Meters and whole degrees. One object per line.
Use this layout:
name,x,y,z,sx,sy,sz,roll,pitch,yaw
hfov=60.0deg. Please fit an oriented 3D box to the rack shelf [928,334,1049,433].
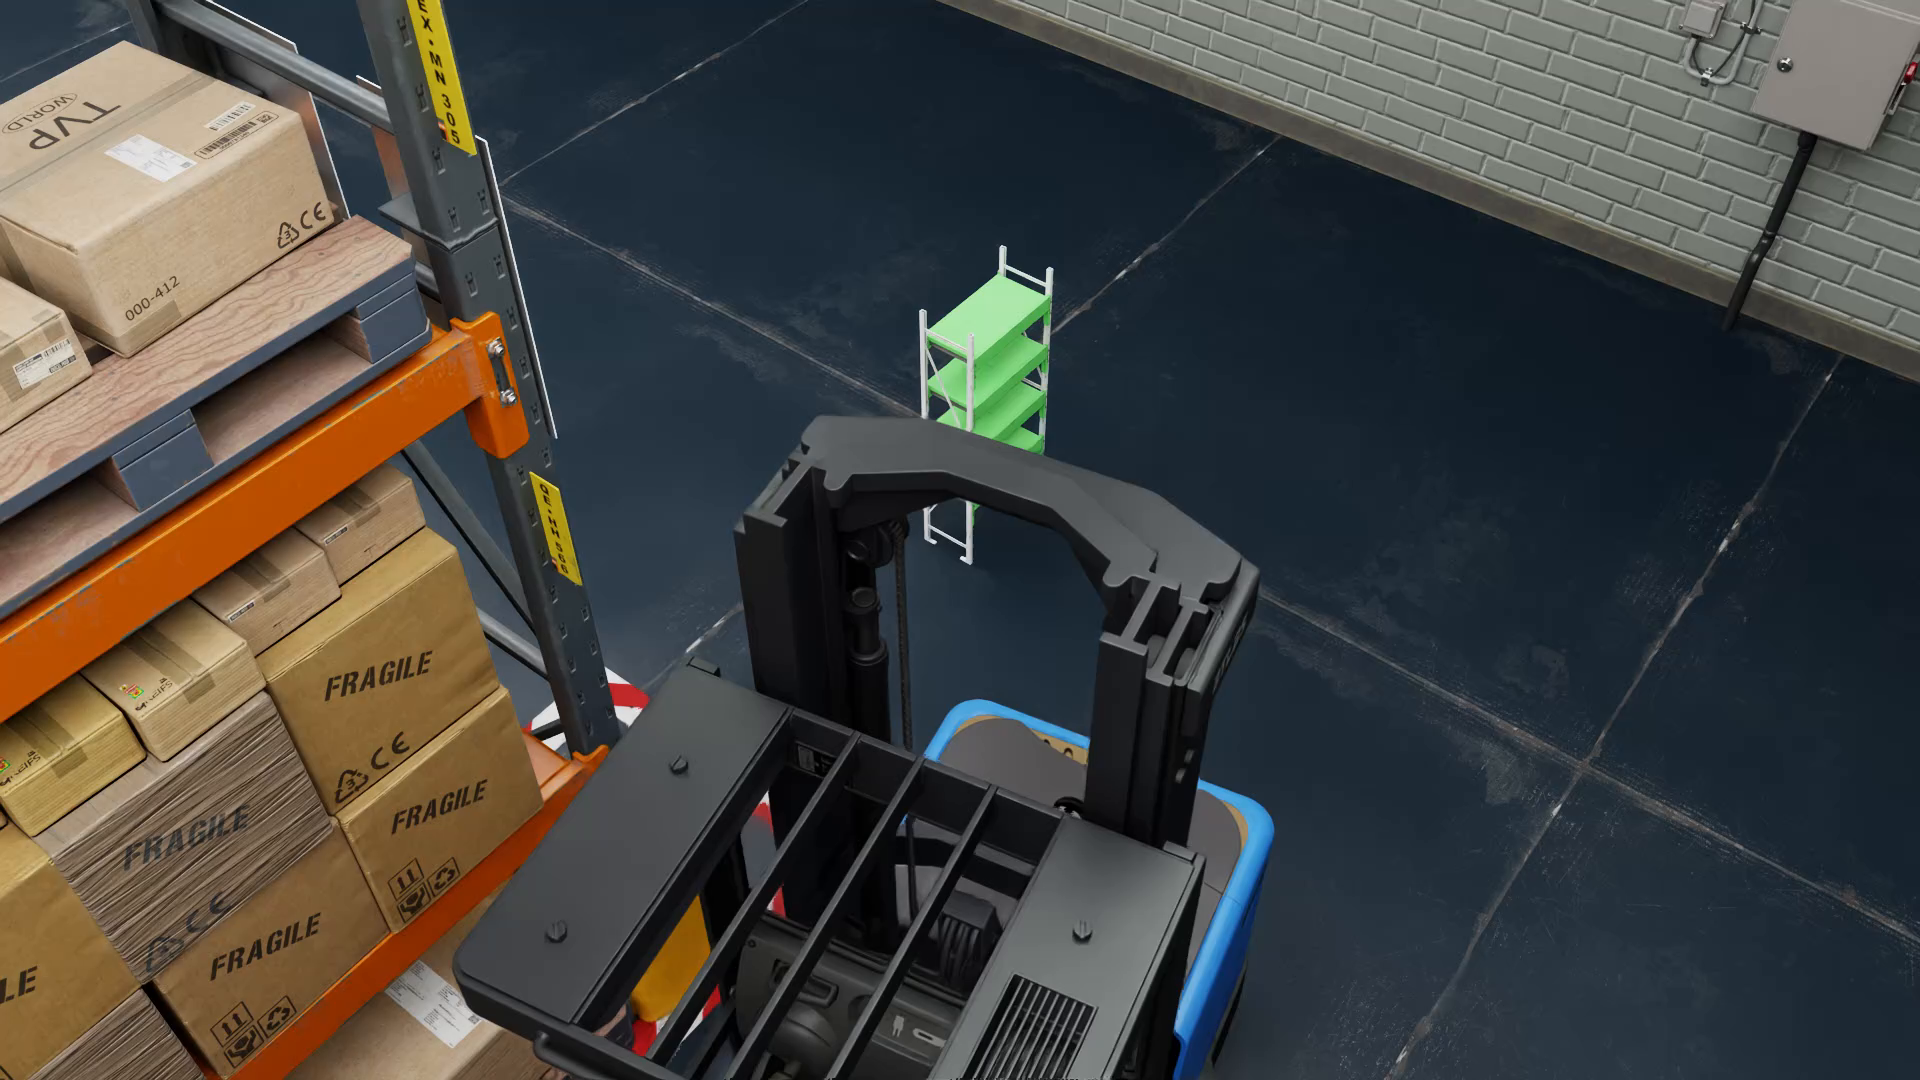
rack shelf,0.101,-0.631,6.444,0.258,0.148,0.480,29,53,25

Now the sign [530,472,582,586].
sign,-0.948,-0.024,3.898,0.100,0.325,0.005,29,53,25

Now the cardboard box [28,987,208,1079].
cardboard box,-2.080,1.148,3.675,0.500,0.500,0.500,31,54,26

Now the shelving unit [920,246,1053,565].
shelving unit,0.101,-0.509,6.571,0.258,1.200,0.503,29,53,25

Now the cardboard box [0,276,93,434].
cardboard box,-1.766,-0.346,2.911,0.380,0.149,0.250,25,51,22

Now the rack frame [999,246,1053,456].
rack frame,0.250,-0.649,6.705,0.240,1.200,0.015,29,53,25

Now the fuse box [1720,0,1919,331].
fuse box,3.633,-1.569,7.230,0.539,1.711,0.414,29,53,25

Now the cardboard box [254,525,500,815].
cardboard box,-1.475,0.212,3.878,0.500,0.500,0.500,31,54,26

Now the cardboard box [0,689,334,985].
cardboard box,-1.772,0.524,3.580,0.500,0.500,0.500,29,53,25

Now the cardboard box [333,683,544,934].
cardboard box,-1.454,0.569,4.228,0.500,0.500,0.500,29,53,25

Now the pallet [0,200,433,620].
pallet,-1.814,-0.366,3.177,1.003,0.211,1.213,29,53,25

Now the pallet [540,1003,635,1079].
pallet,-1.796,1.666,5.178,1.003,0.211,1.213,29,53,25

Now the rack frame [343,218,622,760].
rack frame,-1.369,0.210,4.639,1.000,3.000,0.127,29,53,25

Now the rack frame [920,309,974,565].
rack frame,-0.048,-0.370,6.438,0.240,1.200,0.015,29,53,25

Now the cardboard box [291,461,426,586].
cardboard box,-1.430,-0.100,3.726,0.380,0.149,0.250,30,53,25

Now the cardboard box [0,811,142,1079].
cardboard box,-2.077,0.805,3.311,0.500,0.500,0.500,29,53,25

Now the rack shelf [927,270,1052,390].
rack shelf,0.101,-0.797,6.270,0.258,0.148,0.480,29,53,25

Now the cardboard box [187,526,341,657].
cardboard box,-1.566,0.056,3.577,0.380,0.149,0.250,30,53,26

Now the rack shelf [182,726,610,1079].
rack shelf,-2.592,1.603,3.806,1.077,0.370,4.000,29,53,25

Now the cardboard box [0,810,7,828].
cardboard box,-2.060,0.485,3.168,0.380,0.149,0.250,29,53,25

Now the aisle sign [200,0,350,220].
aisle sign,-1.554,-0.857,3.861,0.394,0.787,0.004,29,53,25

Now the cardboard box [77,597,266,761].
cardboard box,-1.657,0.241,3.401,0.380,0.149,0.250,29,53,25

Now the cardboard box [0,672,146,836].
cardboard box,-1.844,0.367,3.281,0.380,0.149,0.250,30,53,26

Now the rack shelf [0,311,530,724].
rack shelf,-2.592,0.567,2.722,1.077,0.370,4.000,29,53,25

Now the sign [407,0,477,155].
sign,-0.948,-0.856,3.026,0.100,0.325,0.005,29,53,25

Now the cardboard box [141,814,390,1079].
cardboard box,-1.773,0.849,3.960,0.500,0.500,0.500,28,52,24

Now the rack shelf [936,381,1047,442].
rack shelf,0.101,-0.465,6.618,0.258,0.148,0.480,29,53,25

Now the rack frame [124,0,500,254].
rack frame,-1.369,-1.862,2.470,1.000,3.000,0.127,29,53,25

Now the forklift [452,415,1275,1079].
forklift,-0.184,1.299,3.647,1.130,2.935,3.031,19,49,17

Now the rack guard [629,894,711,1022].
rack guard,-1.354,1.060,5.556,1.175,0.500,0.348,29,53,25

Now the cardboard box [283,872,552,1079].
cardboard box,-1.693,1.372,5.011,0.875,0.438,0.875,27,52,24

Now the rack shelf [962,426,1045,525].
rack shelf,0.101,-0.299,6.791,0.258,0.148,0.480,29,53,25

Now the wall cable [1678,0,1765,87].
wall cable,3.189,-2.757,6.771,0.588,1.984,0.122,29,53,25

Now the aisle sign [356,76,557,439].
aisle sign,-1.080,-0.592,3.608,0.394,0.787,0.004,29,53,25

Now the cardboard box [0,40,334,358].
cardboard box,-1.573,-0.656,3.137,0.500,0.250,0.500,25,51,22
